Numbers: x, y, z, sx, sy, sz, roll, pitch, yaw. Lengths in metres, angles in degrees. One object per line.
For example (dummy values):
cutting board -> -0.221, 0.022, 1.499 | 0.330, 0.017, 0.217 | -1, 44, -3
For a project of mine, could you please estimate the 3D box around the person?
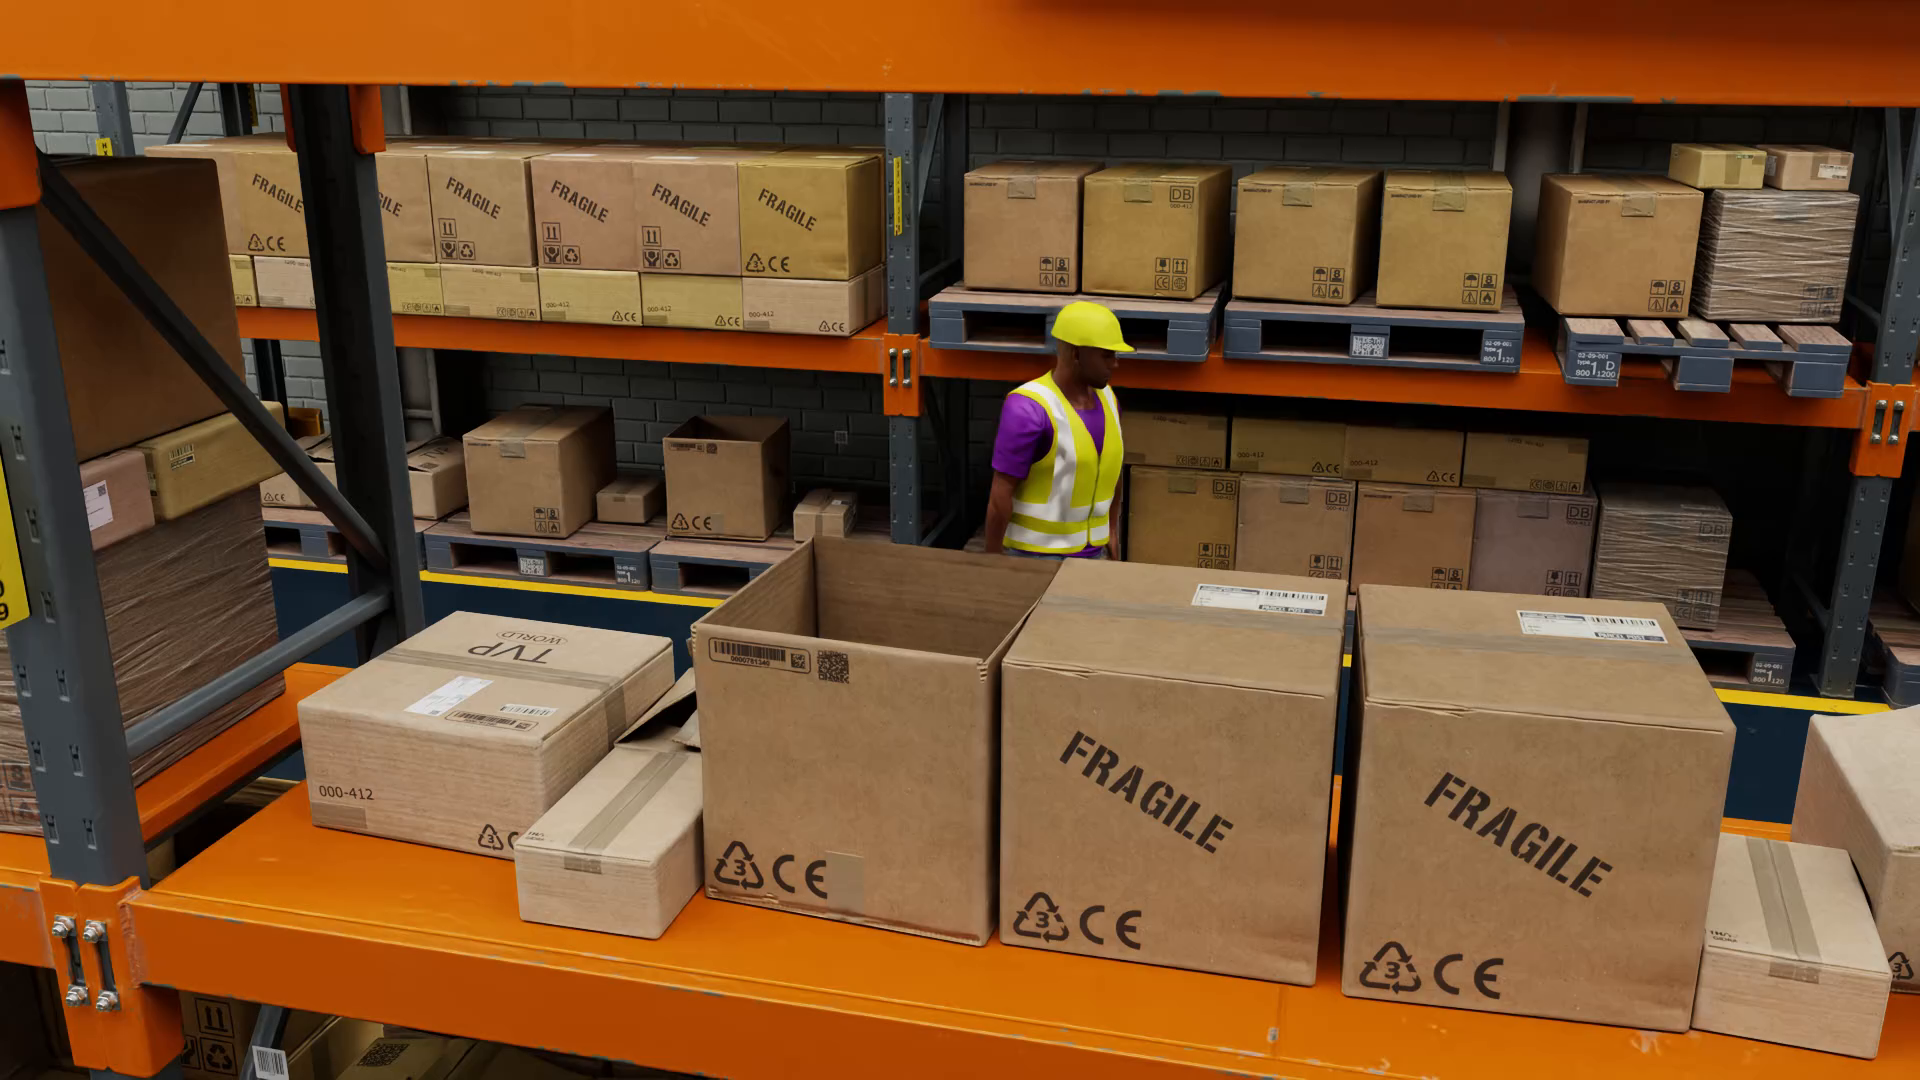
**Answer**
person -> 0.357, 0.027, 5.950 | 0.712, 1.773, 0.636 | 16, 24, 40
